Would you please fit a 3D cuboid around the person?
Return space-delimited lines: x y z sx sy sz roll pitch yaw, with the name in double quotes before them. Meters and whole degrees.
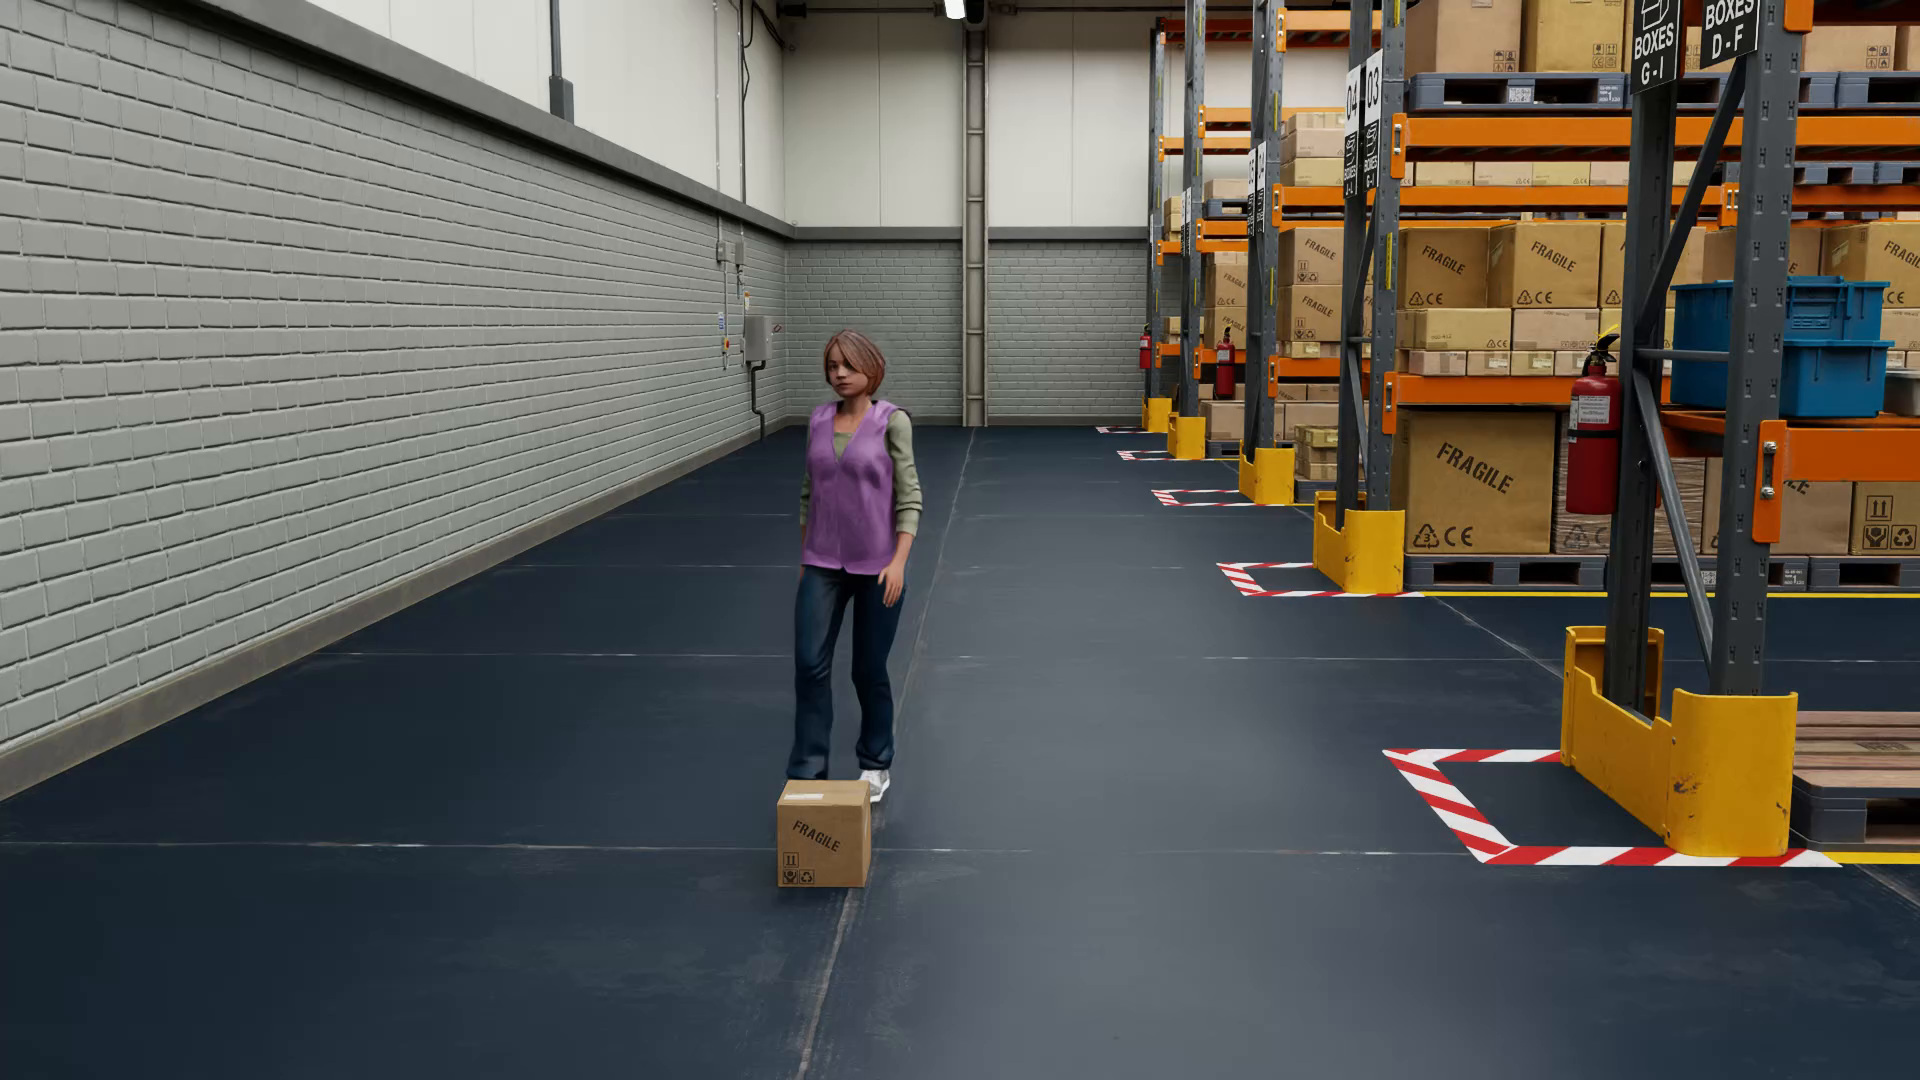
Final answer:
"person" -0.366 0.118 5.347 0.470 1.579 0.722 2 8 12
